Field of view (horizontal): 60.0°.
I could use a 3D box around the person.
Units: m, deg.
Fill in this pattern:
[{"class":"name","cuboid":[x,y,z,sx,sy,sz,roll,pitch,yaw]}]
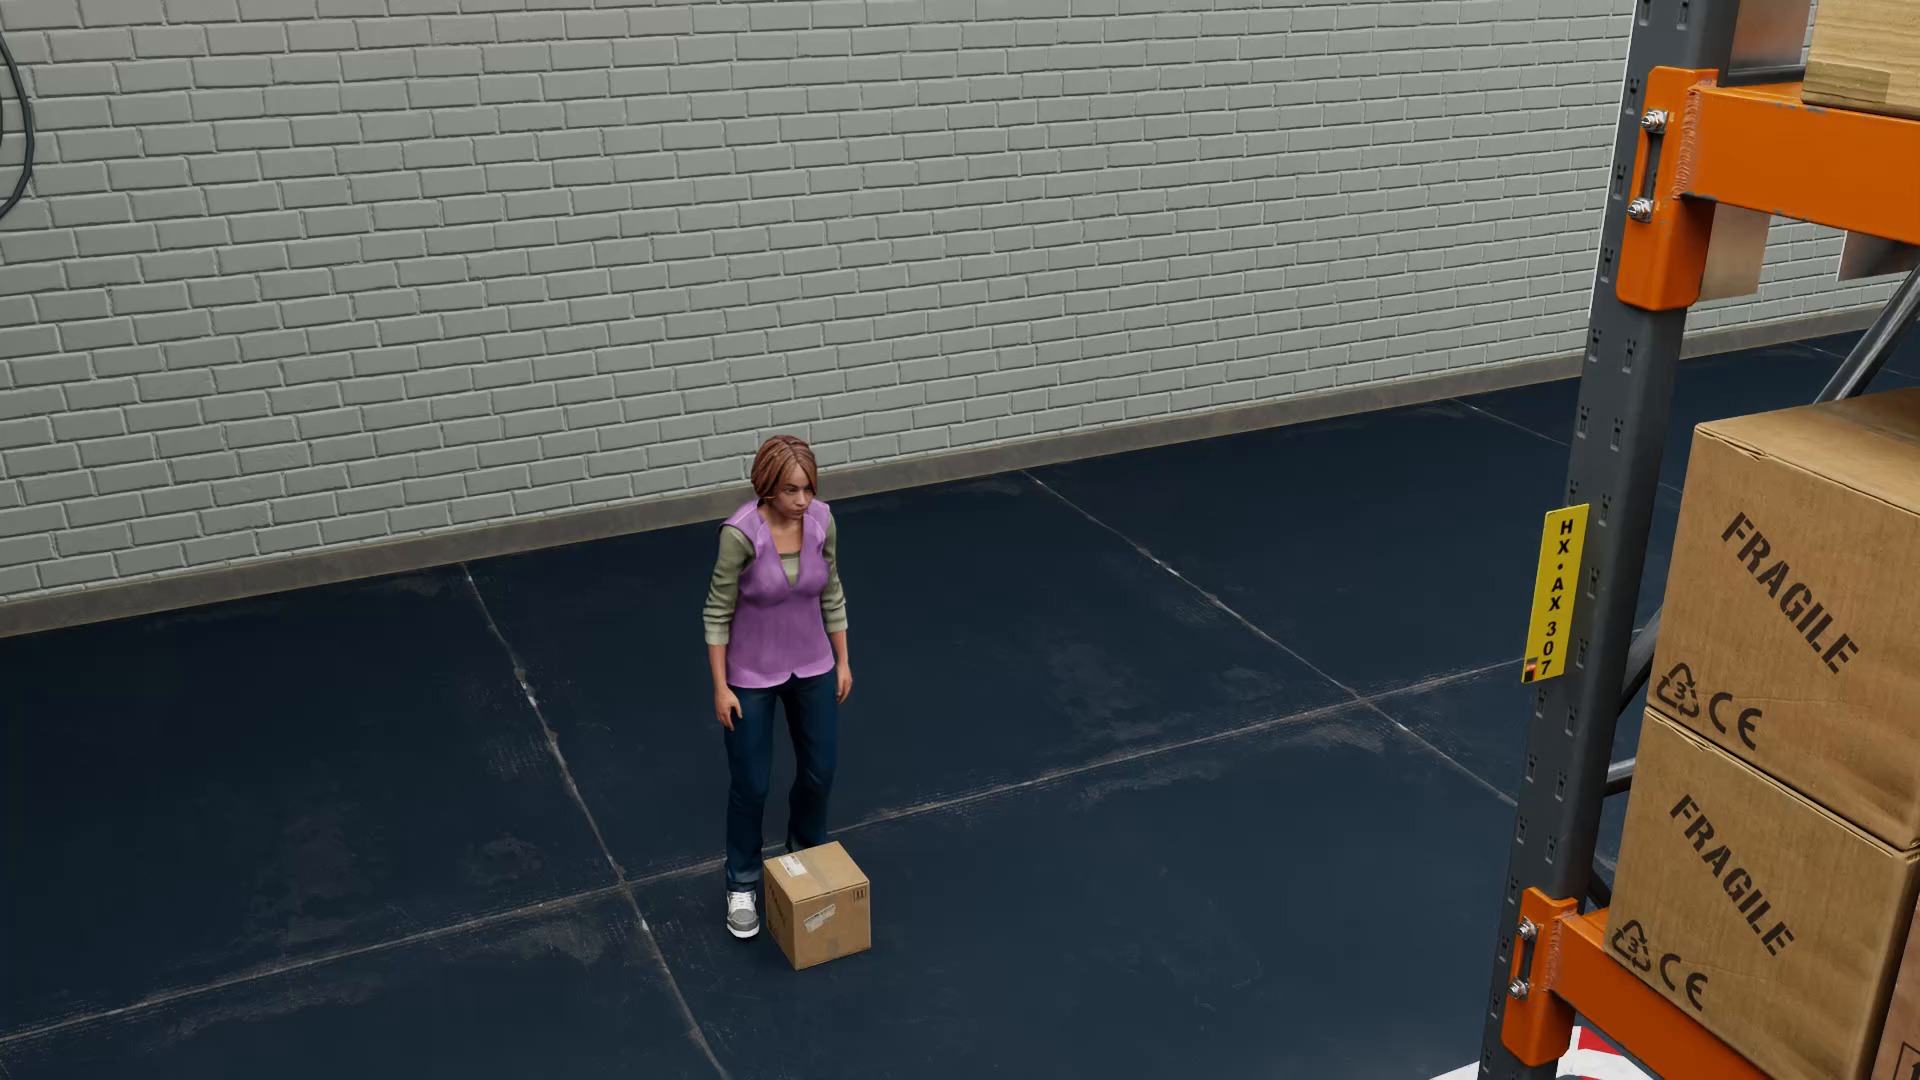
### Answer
[{"class":"person","cuboid":[-0.551,0.432,5.079,0.480,1.580,0.347,-12,25,-27]}]
